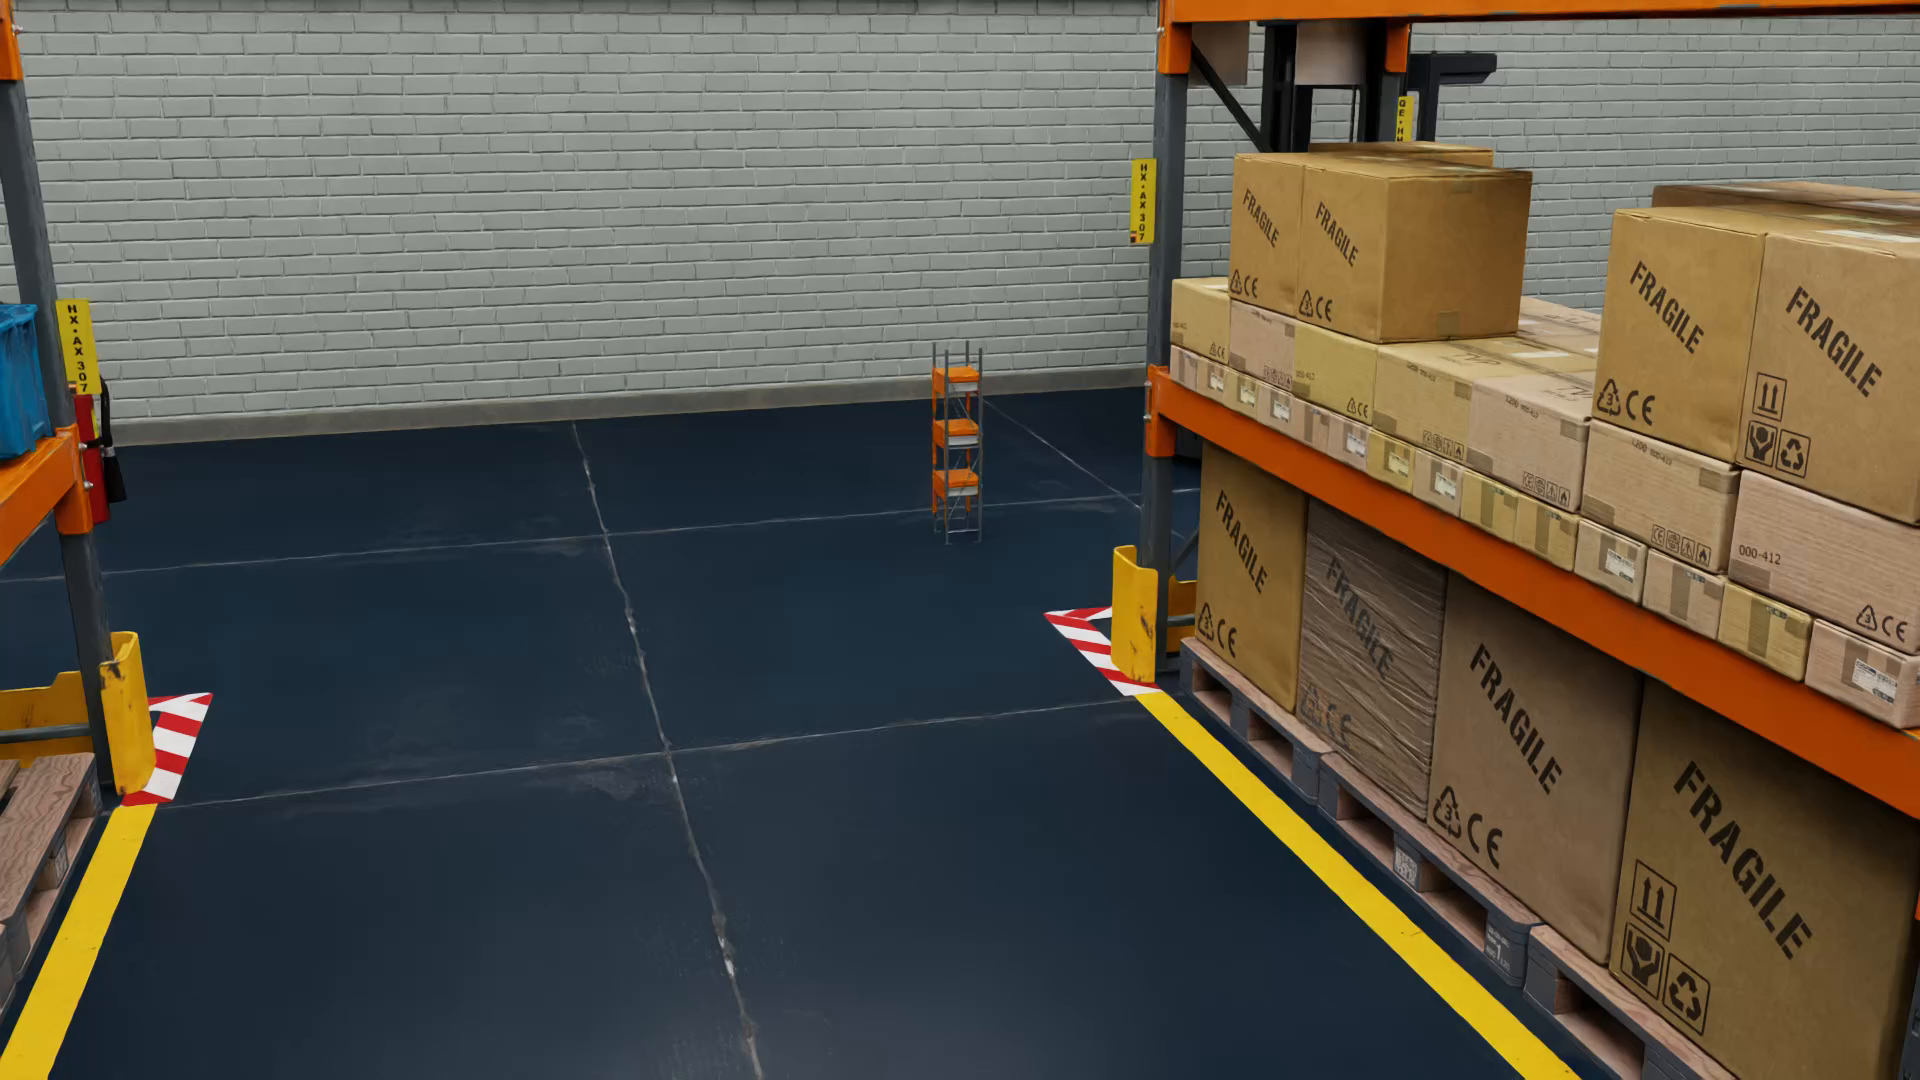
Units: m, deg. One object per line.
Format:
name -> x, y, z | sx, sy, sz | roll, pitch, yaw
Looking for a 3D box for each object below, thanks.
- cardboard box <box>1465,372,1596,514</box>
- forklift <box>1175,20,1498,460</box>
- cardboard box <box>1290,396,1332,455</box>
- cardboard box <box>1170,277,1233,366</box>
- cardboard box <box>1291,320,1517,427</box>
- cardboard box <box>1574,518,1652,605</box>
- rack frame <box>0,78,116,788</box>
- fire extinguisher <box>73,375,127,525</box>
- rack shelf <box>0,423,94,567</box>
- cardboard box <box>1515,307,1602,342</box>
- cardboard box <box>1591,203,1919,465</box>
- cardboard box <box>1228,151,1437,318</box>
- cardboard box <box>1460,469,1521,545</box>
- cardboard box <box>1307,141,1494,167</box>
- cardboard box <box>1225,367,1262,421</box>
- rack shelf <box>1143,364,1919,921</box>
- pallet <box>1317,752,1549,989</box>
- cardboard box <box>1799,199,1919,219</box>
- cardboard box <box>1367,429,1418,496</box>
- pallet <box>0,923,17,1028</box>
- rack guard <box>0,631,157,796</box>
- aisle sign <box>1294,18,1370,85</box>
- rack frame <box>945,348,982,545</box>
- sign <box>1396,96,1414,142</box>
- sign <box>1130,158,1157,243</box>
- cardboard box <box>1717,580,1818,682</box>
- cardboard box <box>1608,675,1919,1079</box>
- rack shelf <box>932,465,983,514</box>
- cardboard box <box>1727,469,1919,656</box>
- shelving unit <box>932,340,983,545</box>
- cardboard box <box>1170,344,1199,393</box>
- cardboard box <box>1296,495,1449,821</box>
cardboard box -> 1.694, -0.269, 4.378 | 0.500, 0.250, 0.500 | -4, 17, -14
forklift -> 2.699, -2.102, 10.856 | 3.031, 2.935, 1.130 | -15, 22, -40
cardboard box -> 1.318, -0.391, 5.476 | 0.380, 0.149, 0.250 | -5, 17, -16
cardboard box -> 1.126, -0.836, 6.265 | 0.500, 0.250, 0.500 | -5, 17, -17
cardboard box -> 1.410, -0.553, 5.324 | 0.500, 0.250, 0.500 | -5, 18, -17
cardboard box -> 1.742, 0.036, 4.056 | 0.380, 0.149, 0.250 | -4, 17, -14
rack frame -> -3.509, -0.528, 5.495 | 1.000, 3.000, 0.127 | -5, 17, -15
fire extinguisher -> -3.113, -0.390, 5.819 | 0.296, 0.674, 0.183 | -5, 17, -15
rack shelf -> -2.959, 0.370, 3.757 | 1.077, 0.370, 4.000 | -5, 17, -15
cardboard box -> 1.921, -0.596, 5.465 | 0.500, 0.250, 0.500 | -5, 18, -17
cardboard box -> 1.836, -0.488, 3.802 | 0.500, 0.500, 0.500 | -5, 17, -15
cardboard box -> 1.263, -1.057, 5.696 | 0.500, 0.500, 0.500 | -5, 17, -17
cardboard box -> 1.601, -0.107, 4.529 | 0.380, 0.149, 0.250 | -5, 17, -16
cardboard box -> 1.640, -1.235, 6.290 | 0.500, 0.500, 0.500 | -4, 17, -15
cardboard box -> 1.177, -0.533, 5.950 | 0.380, 0.149, 0.250 | -5, 17, -17
rack shelf -> 1.803, -0.022, 5.061 | 1.077, 0.370, 4.000 | -5, 17, -15
pallet -> 1.880, 0.968, 5.363 | 1.003, 0.211, 1.213 | -5, 17, -15
cardboard box -> 2.339, -0.532, 3.950 | 0.500, 0.500, 0.500 | -5, 17, -15
cardboard box -> 1.458, -0.249, 5.005 | 0.380, 0.149, 0.250 | -5, 17, -17
pallet -> -2.988, 1.376, 4.005 | 1.003, 0.211, 1.213 | -5, 17, -15
rack guard -> -3.528, 0.664, 5.874 | 1.175, 0.500, 0.348 | -5, 17, -15
aisle sign -> 1.522, -2.208, 6.570 | 0.394, 0.787, 0.004 | -5, 17, -15
rack frame -> 0.019, -0.484, 8.738 | 0.200, 1.050, 0.008 | -5, 17, -15
sign -> 1.779, -1.626, 6.728 | 0.100, 0.325, 0.005 | -5, 17, -15
sign -> 0.718, -1.330, 6.522 | 0.100, 0.325, 0.005 | -5, 17, -15
cardboard box -> 1.883, 0.178, 3.584 | 0.380, 0.149, 0.250 | -4, 17, -14
cardboard box -> 2.248, 0.815, 3.990 | 0.875, 0.875, 0.875 | -5, 17, -15
rack shelf -> -0.015, -0.241, 8.933 | 0.215, 0.259, 0.240 | -5, 17, -15
cardboard box -> 1.979, 0.015, 3.432 | 0.500, 0.250, 0.500 | -5, 17, -16
shelving unit -> -0.015, -0.518, 8.850 | 0.215, 1.050, 0.252 | -5, 17, -15
cardboard box -> 1.034, -0.675, 6.421 | 0.380, 0.149, 0.250 | -4, 17, -15
cardboard box -> 1.757, 0.319, 5.638 | 0.875, 0.875, 0.875 | -5, 17, -15
